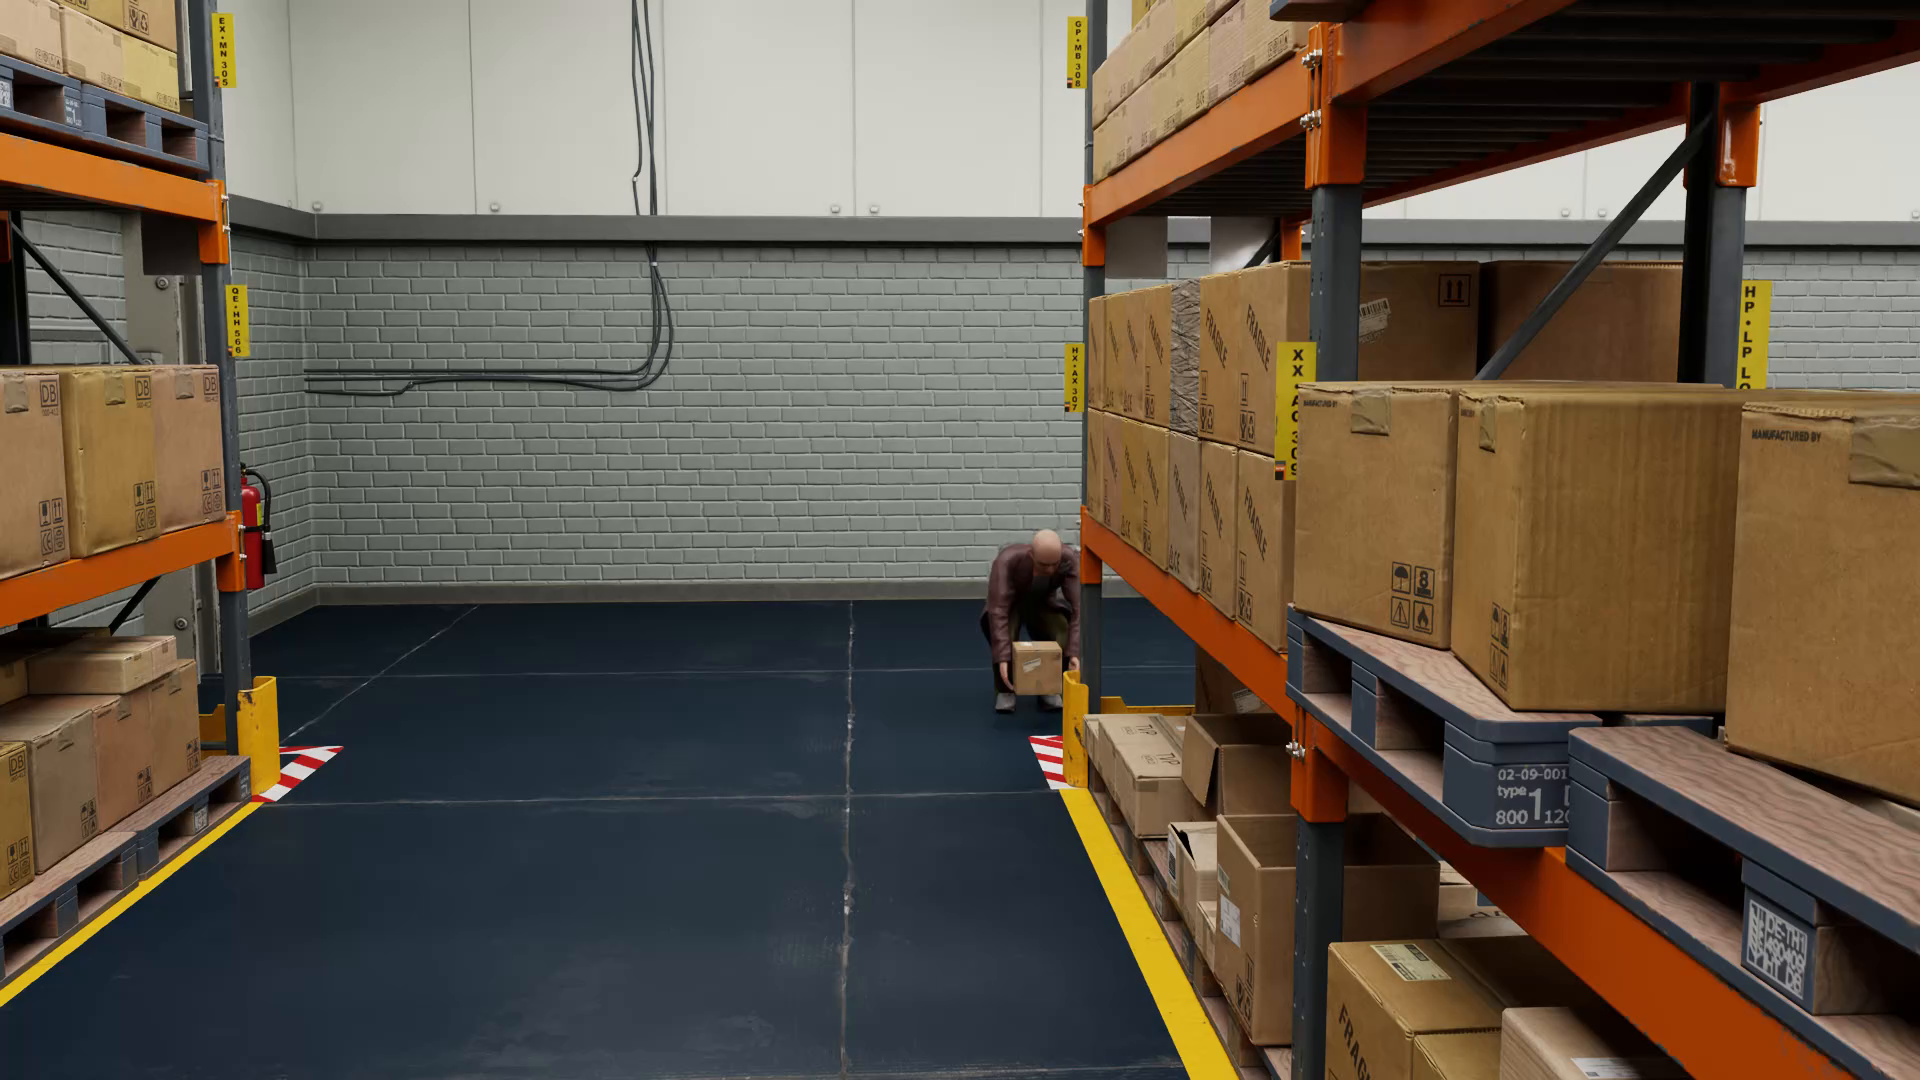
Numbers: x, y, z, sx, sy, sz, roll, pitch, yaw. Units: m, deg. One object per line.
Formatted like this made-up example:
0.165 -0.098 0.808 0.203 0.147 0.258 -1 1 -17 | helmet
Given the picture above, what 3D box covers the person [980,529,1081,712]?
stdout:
0.418 0.444 9.514 0.610 1.080 0.885 0 7 -4 | person
